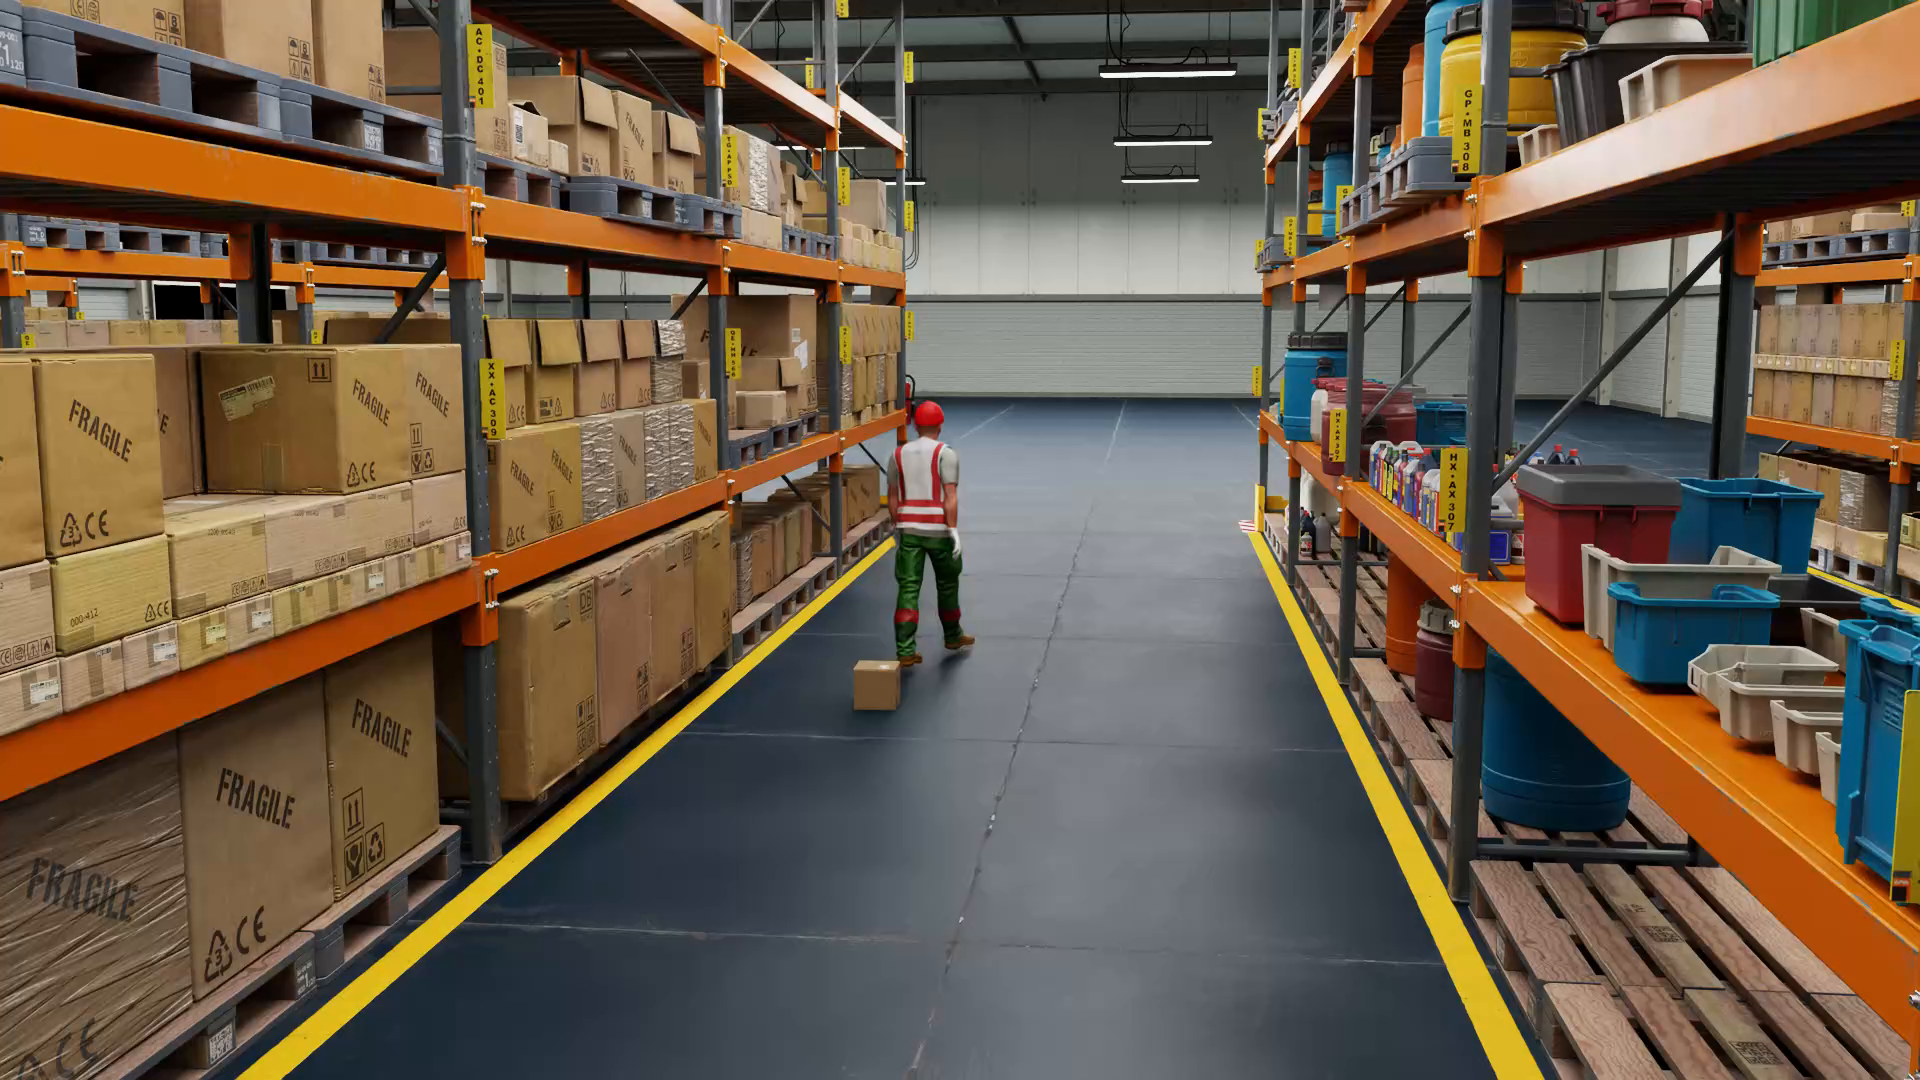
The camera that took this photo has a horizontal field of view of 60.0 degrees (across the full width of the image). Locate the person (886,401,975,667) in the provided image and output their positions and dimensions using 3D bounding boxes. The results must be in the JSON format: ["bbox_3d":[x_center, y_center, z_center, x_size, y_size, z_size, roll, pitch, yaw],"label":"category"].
[{"bbox_3d":[-0.210,-0.074,11.194,0.577,1.721,1.013,2,8,17],"label":"person"}]
